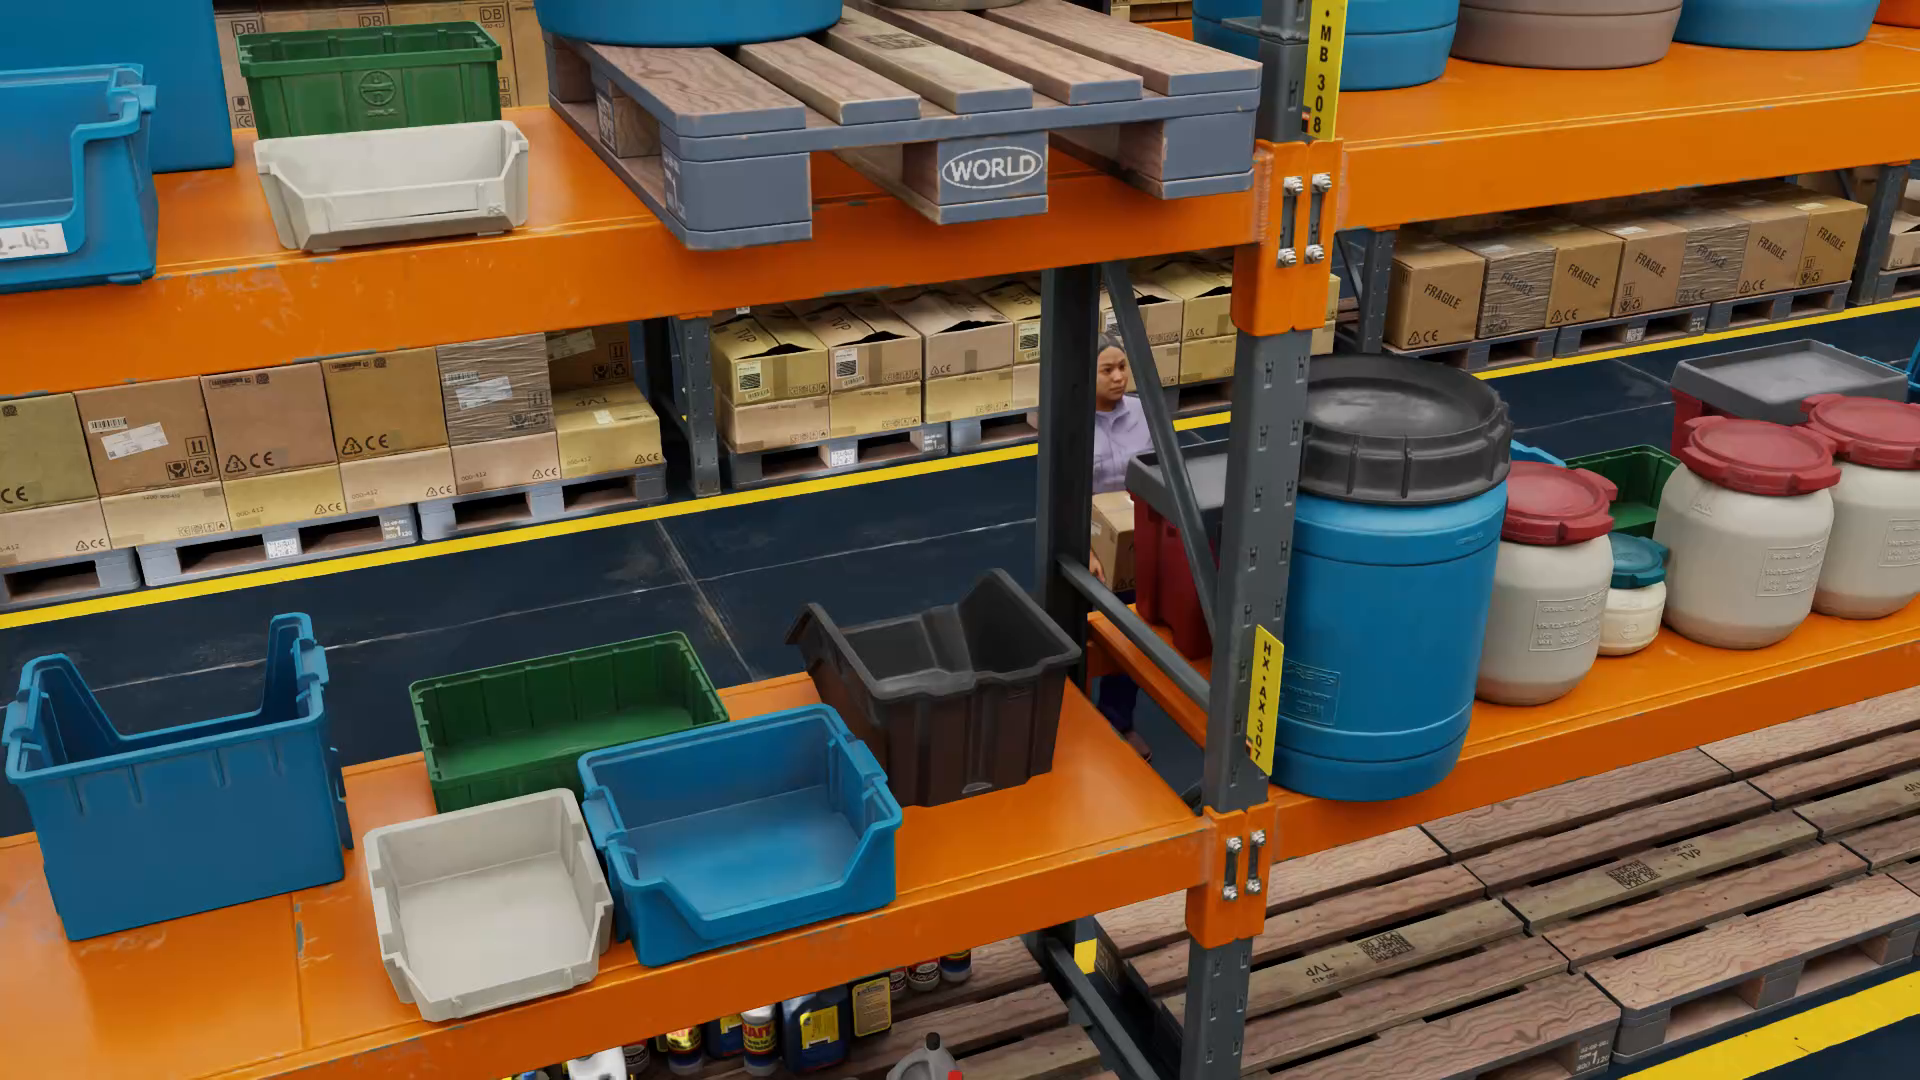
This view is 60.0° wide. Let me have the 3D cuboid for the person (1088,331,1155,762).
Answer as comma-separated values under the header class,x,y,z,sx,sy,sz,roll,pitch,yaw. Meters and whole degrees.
class,x,y,z,sx,sy,sz,roll,pitch,yaw
person,0.528,0.076,5.988,0.453,1.637,0.517,-10,28,-19
